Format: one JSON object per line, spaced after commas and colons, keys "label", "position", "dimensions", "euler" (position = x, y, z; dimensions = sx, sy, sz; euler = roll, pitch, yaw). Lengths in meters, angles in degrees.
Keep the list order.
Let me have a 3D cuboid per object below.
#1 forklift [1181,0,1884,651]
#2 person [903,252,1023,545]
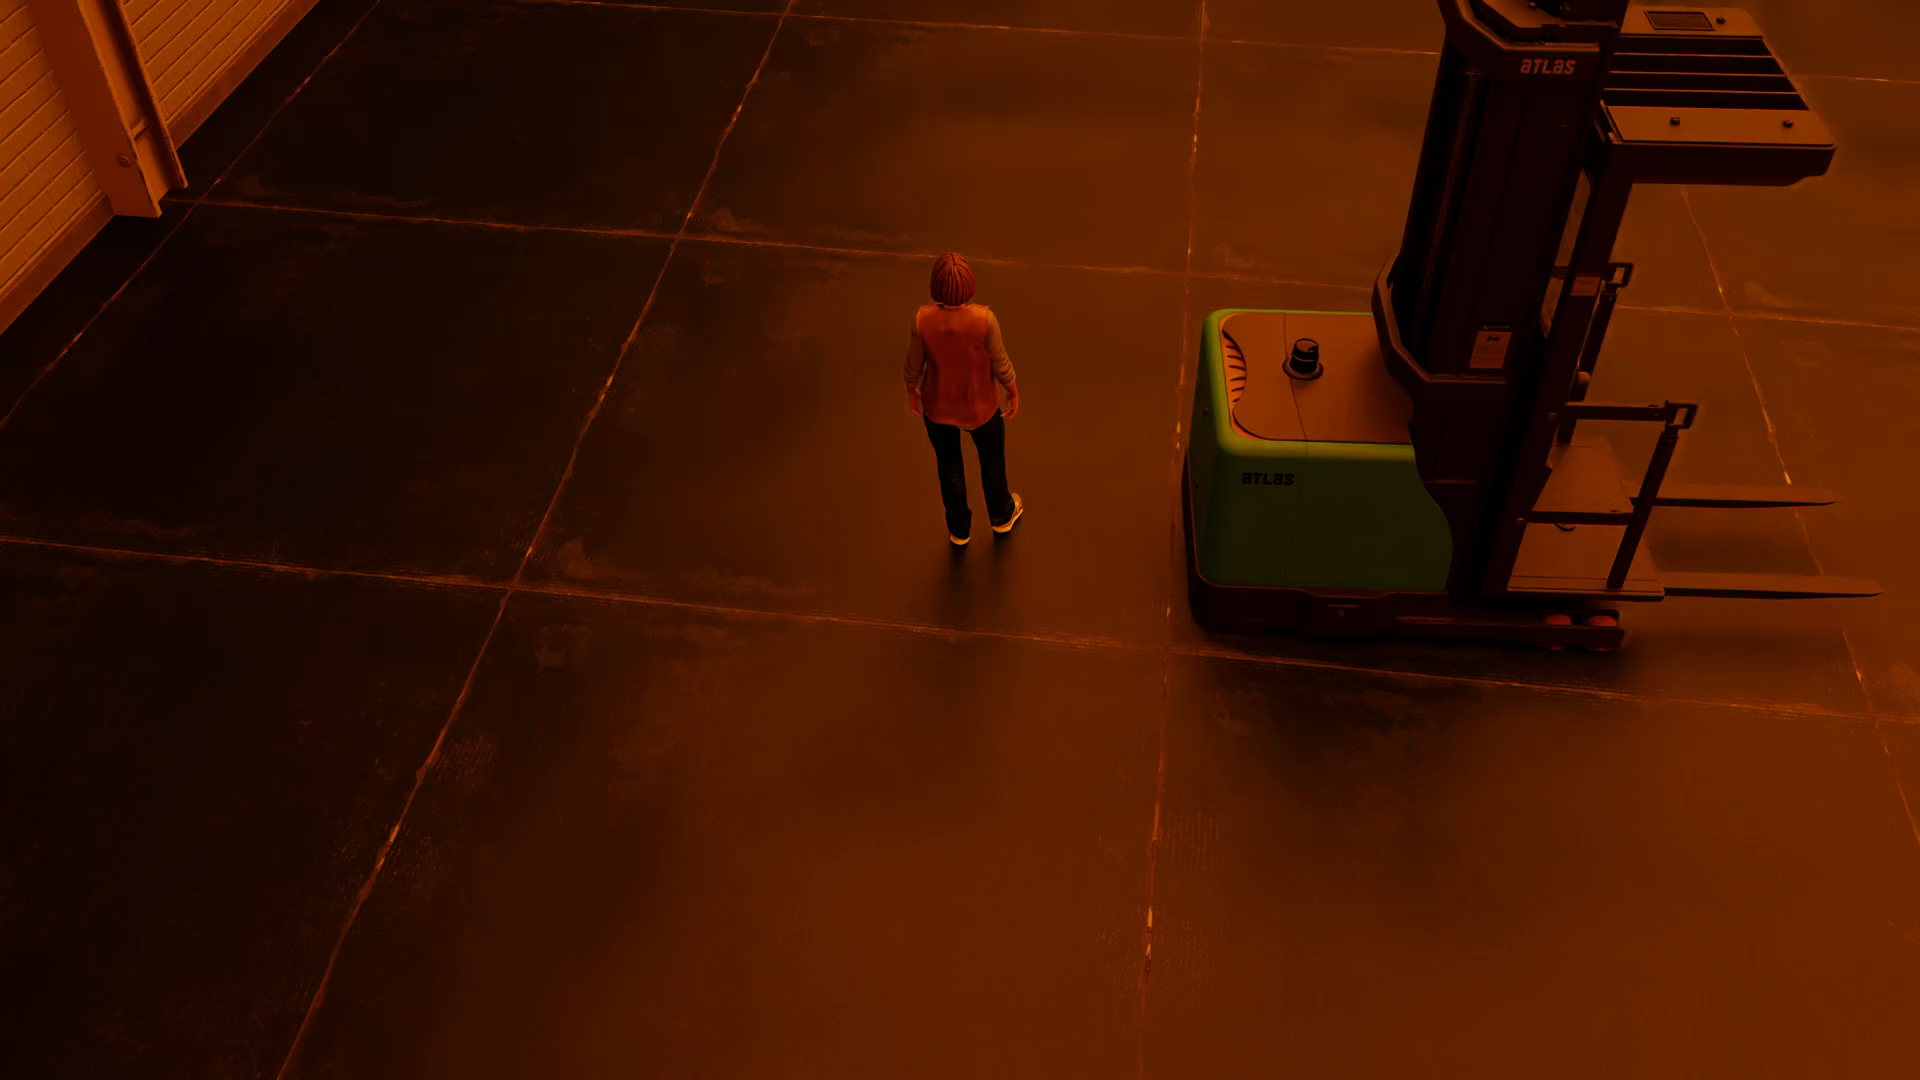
{"label": "forklift", "position": [2.568, -0.958, 6.767], "dimensions": [3.031, 2.935, 1.130], "euler": [2, 43, 2]}
{"label": "person", "position": [0.023, -0.642, 7.399], "dimensions": [0.521, 1.599, 0.473], "euler": [5, 43, 6]}
